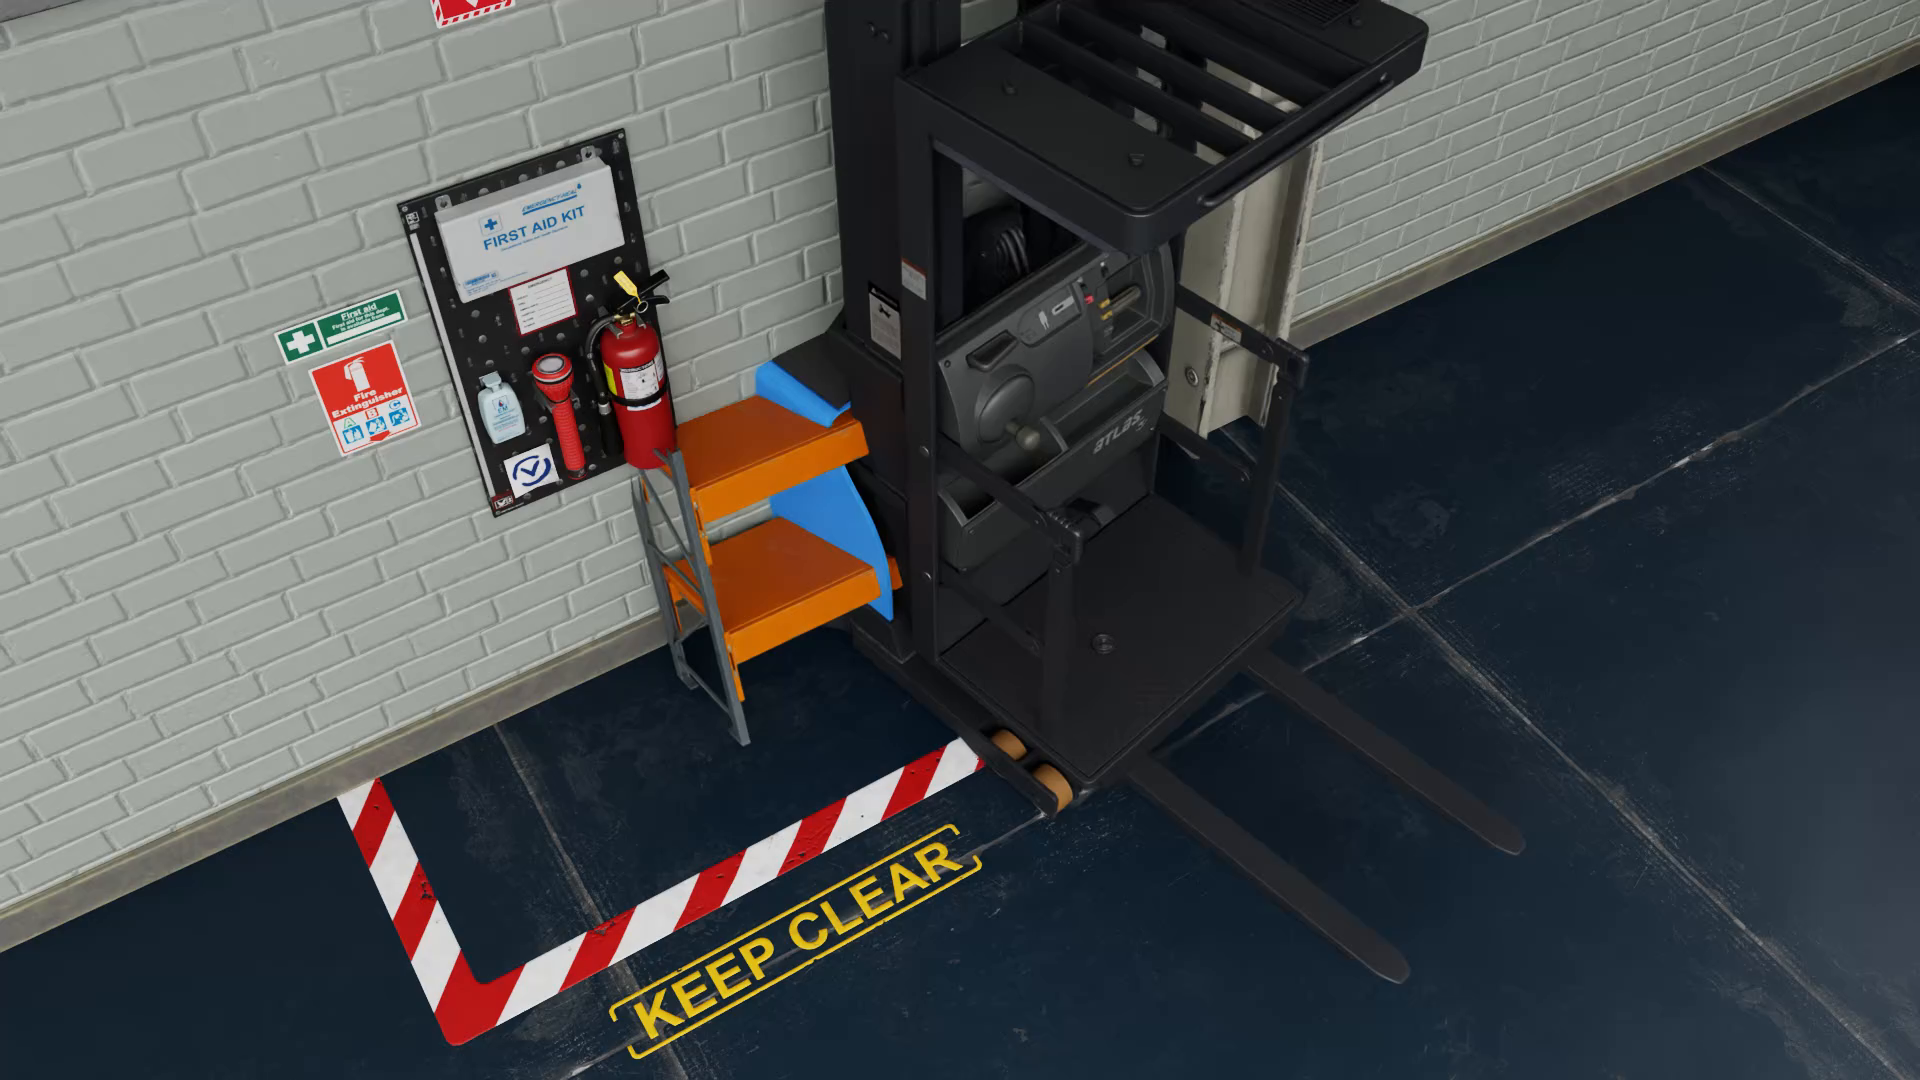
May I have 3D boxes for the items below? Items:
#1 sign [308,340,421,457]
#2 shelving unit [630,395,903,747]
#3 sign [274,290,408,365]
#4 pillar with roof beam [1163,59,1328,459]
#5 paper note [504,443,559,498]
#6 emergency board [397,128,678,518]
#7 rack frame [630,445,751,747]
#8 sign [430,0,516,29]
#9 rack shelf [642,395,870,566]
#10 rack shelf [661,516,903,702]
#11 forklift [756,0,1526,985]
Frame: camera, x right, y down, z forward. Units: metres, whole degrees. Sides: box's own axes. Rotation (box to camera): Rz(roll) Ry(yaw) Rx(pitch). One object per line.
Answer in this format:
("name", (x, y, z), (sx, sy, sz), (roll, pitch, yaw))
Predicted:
("sign", (-1.628, -0.386, 4.561), (0.234, 0.329, 0.001), (-25, 53, -21))
("shelving unit", (-0.481, -0.092, 5.539), (1.048, 1.125, 0.538), (-25, 37, -24))
("sign", (-1.619, -0.558, 4.360), (0.331, 0.109, 0.001), (-25, 53, -21))
("pillar with roof beam", (3.302, -0.766, 0.906), (0.400, 9.000, 9.100), (-25, 53, -21))
("paper note", (-1.292, -0.209, 5.018), (0.142, 0.148, 0.016), (-25, 53, -21))
("emergency board", (-1.105, -0.529, 4.713), (0.643, 1.169, 0.194), (-25, 53, -21))
("rack frame", (-0.901, 0.105, 5.329), (0.032, 1.125, 0.500), (-25, 37, -24))
("sign", (-1.165, -1.360, 3.900), (0.199, 0.298, 0.001), (-25, 53, -21))
("rack shelf", (-0.513, -0.333, 5.376), (1.000, 0.278, 0.538), (-25, 37, -24))
("rack shelf", (-0.454, 0.110, 5.674), (1.000, 0.278, 0.538), (-25, 37, -24))
("forklift", (0.447, -0.521, 4.751), (1.130, 2.935, 3.031), (-36, 58, -28))
